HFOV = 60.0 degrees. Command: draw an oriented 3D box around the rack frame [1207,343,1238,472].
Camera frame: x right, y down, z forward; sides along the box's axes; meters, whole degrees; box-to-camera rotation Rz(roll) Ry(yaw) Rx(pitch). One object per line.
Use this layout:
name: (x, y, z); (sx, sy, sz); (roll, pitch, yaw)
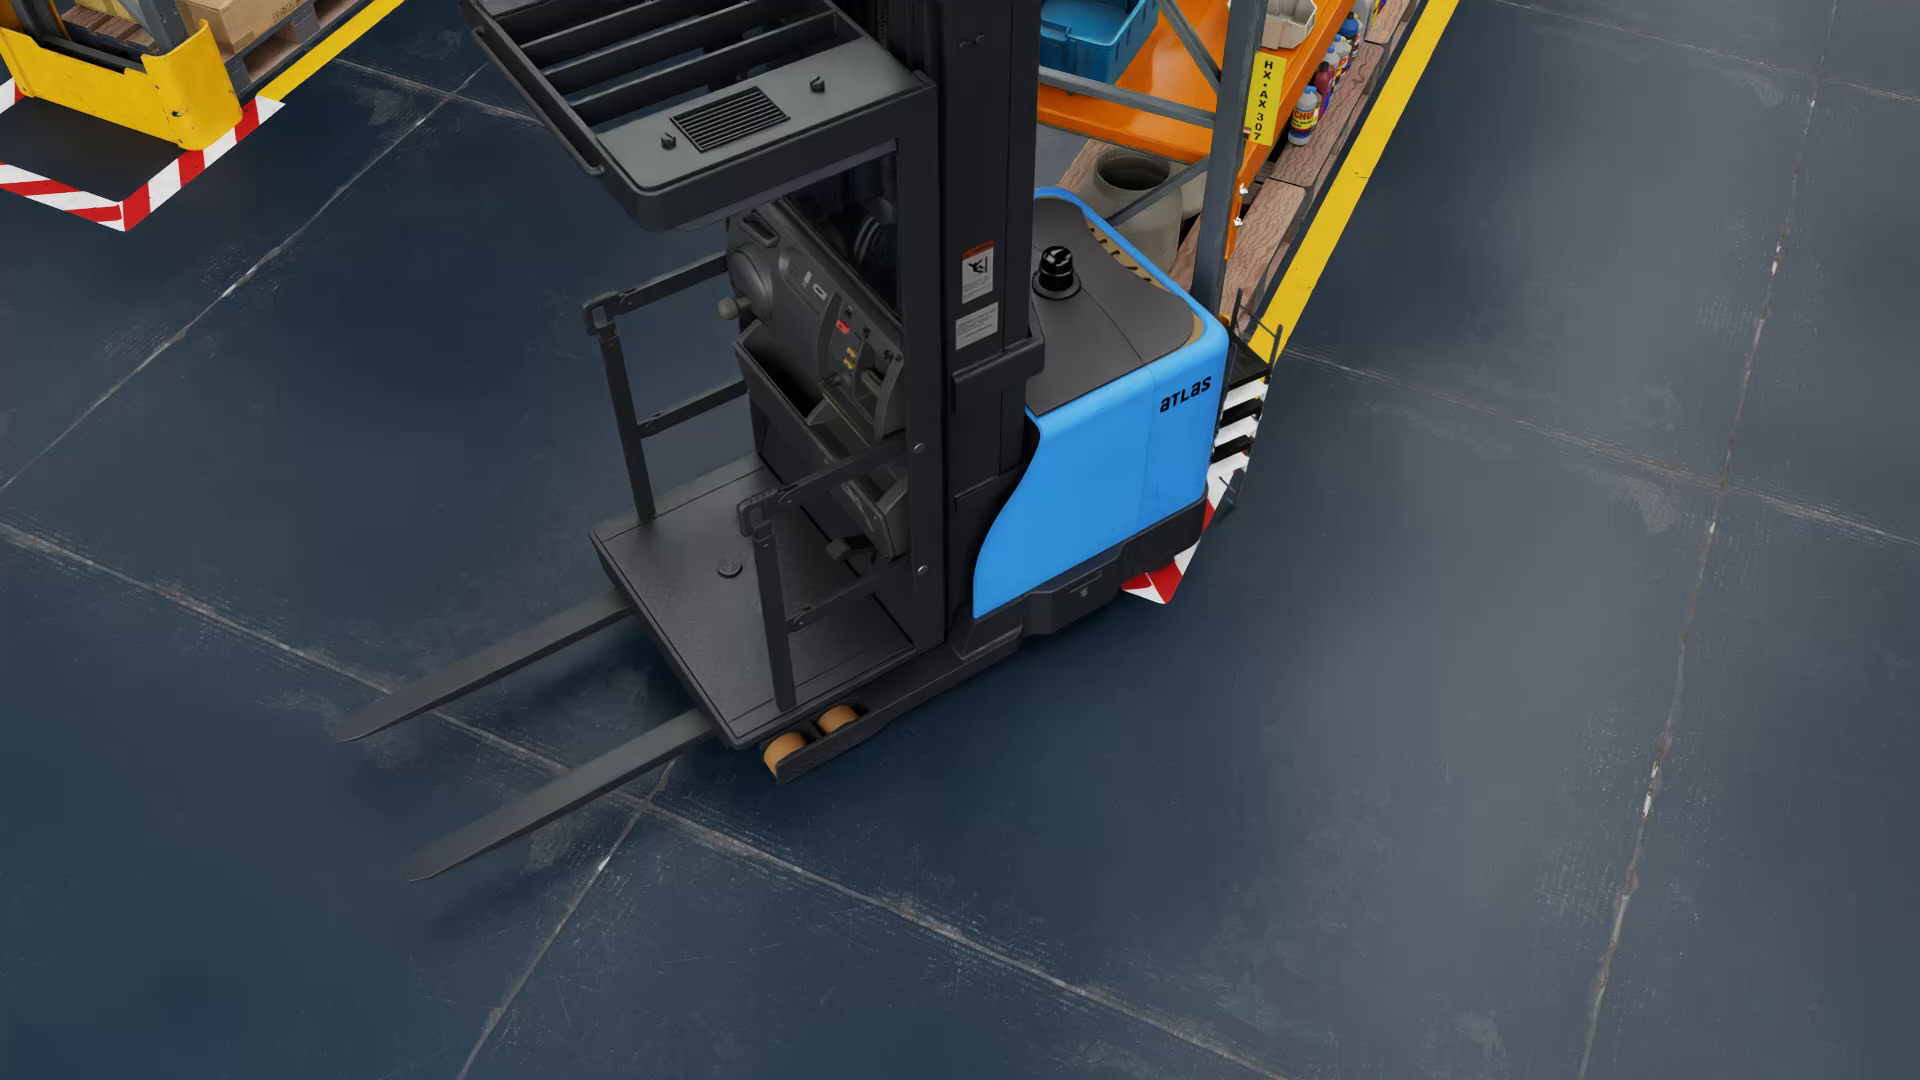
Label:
rack frame: (0.845, -0.429, 6.007); (0.006, 0.900, 0.240); (-23, 53, -23)

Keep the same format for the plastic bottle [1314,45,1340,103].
plastic bottle: (1.674, -2.135, 7.599); (0.097, 0.271, 0.097); (0, 50, 0)

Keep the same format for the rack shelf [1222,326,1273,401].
rack shelf: (0.944, -0.626, 5.873); (0.200, 0.077, 0.258); (-23, 53, -23)

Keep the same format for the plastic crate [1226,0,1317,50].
plastic crate: (1.145, -1.919, 6.087); (0.298, 0.136, 0.250); (20, 52, 16)

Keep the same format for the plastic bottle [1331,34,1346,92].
plastic bottle: (1.717, -2.204, 7.658); (0.097, 0.271, 0.097); (0, 50, 0)

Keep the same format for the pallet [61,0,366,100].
pallet: (-3.717, -2.744, 8.446); (1.003, 0.211, 1.213); (20, 52, 16)

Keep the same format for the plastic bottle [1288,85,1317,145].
plastic bottle: (1.528, -1.899, 7.399); (0.097, 0.271, 0.097); (0, 50, 0)

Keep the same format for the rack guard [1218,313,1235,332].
rack guard: (0.461, -0.751, 6.561); (1.175, 0.500, 0.348); (20, 52, 16)

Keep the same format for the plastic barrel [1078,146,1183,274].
plastic barrel: (0.683, -1.301, 6.745); (0.421, 0.512, 0.421); (0, 50, 0)

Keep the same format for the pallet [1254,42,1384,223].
pallet: (1.336, -2.052, 7.857); (1.003, 0.211, 1.213); (20, 52, 16)

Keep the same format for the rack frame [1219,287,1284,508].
rack frame: (1.016, -0.503, 6.088); (0.006, 0.900, 0.240); (-23, 53, -23)

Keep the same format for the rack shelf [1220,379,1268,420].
rack shelf: (0.939, -0.565, 5.939); (0.200, 0.077, 0.258); (-23, 53, -23)

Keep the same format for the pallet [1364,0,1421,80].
pallet: (1.856, -2.895, 8.575); (1.003, 0.211, 1.213); (20, 52, 16)

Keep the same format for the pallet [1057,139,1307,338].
pallet: (0.813, -1.215, 7.145); (1.003, 0.211, 1.213); (20, 52, 16)

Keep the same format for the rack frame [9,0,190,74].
rack frame: (-4.006, -3.107, 6.925); (1.000, 3.000, 0.127); (20, 52, 16)

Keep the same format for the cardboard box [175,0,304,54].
cardboard box: (-3.575, -2.649, 8.064); (0.500, 0.250, 0.500); (20, 52, 16)

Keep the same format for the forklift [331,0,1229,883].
forklift: (-0.611, -0.613, 4.847); (3.031, 2.935, 1.130); (-27, 55, -21)

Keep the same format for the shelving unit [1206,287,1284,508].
shelving unit: (0.930, -0.466, 6.047); (0.210, 0.900, 0.258); (-23, 53, -23)

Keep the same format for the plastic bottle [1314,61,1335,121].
plastic bottle: (1.641, -2.052, 7.522); (0.061, 0.283, 0.133); (21, 53, 17)

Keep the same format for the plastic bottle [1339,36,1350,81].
plastic bottle: (1.759, -2.249, 7.743); (0.097, 0.201, 0.097); (0, 50, 0)

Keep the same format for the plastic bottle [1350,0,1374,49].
plastic bottle: (1.873, -2.505, 7.912); (0.152, 0.276, 0.135); (21, 53, 17)

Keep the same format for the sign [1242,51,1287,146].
sign: (0.967, -1.401, 5.291); (0.100, 0.325, 0.005); (20, 52, 16)

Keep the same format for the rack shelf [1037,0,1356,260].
rack shelf: (1.326, -2.637, 6.997); (1.077, 0.370, 4.000); (20, 52, 16)

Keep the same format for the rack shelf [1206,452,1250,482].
rack shelf: (0.918, -0.323, 6.205); (0.200, 0.077, 0.258); (-23, 53, -23)

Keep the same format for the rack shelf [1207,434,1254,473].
rack shelf: (0.923, -0.383, 6.138); (0.200, 0.077, 0.258); (-23, 53, -23)

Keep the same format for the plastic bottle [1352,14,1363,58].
plastic bottle: (1.847, -2.391, 7.863); (0.097, 0.201, 0.097); (0, 50, 0)

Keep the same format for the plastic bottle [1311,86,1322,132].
plastic bottle: (1.572, -1.947, 7.486); (0.097, 0.201, 0.097); (0, 50, 0)

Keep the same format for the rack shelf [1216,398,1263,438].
rack shelf: (0.934, -0.504, 6.006); (0.200, 0.077, 0.258); (-23, 53, -23)

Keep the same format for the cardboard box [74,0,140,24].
cardboard box: (-4.044, -2.818, 8.208); (0.500, 0.250, 0.500); (20, 52, 16)

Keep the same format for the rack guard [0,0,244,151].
rack guard: (-4.016, -2.281, 7.862); (1.175, 0.500, 0.348); (20, 52, 16)

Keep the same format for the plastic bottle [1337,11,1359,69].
plastic bottle: (1.803, -2.343, 7.777); (0.097, 0.271, 0.097); (0, 50, 0)

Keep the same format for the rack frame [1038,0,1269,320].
rack frame: (0.471, -1.493, 5.551); (1.000, 3.000, 0.127); (20, 52, 16)

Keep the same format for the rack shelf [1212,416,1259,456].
rack shelf: (0.929, -0.444, 6.072); (0.200, 0.077, 0.258); (-23, 53, -23)

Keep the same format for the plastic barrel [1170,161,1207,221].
plastic barrel: (0.898, -1.646, 7.039); (0.421, 0.512, 0.421); (0, 50, 0)

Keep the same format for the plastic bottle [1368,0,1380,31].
plastic bottle: (1.946, -2.640, 7.977); (0.144, 0.351, 0.185); (19, 52, 16)

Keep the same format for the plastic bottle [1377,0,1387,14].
plastic bottle: (2.052, -2.715, 8.085); (0.061, 0.283, 0.133); (23, 53, 18)

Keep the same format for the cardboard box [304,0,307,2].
cardboard box: (-3.365, -2.995, 8.358); (0.500, 0.250, 0.500); (20, 52, 16)

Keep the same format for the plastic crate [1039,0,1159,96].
plastic crate: (0.415, -1.887, 5.984); (0.499, 0.251, 0.616); (20, 52, 16)
